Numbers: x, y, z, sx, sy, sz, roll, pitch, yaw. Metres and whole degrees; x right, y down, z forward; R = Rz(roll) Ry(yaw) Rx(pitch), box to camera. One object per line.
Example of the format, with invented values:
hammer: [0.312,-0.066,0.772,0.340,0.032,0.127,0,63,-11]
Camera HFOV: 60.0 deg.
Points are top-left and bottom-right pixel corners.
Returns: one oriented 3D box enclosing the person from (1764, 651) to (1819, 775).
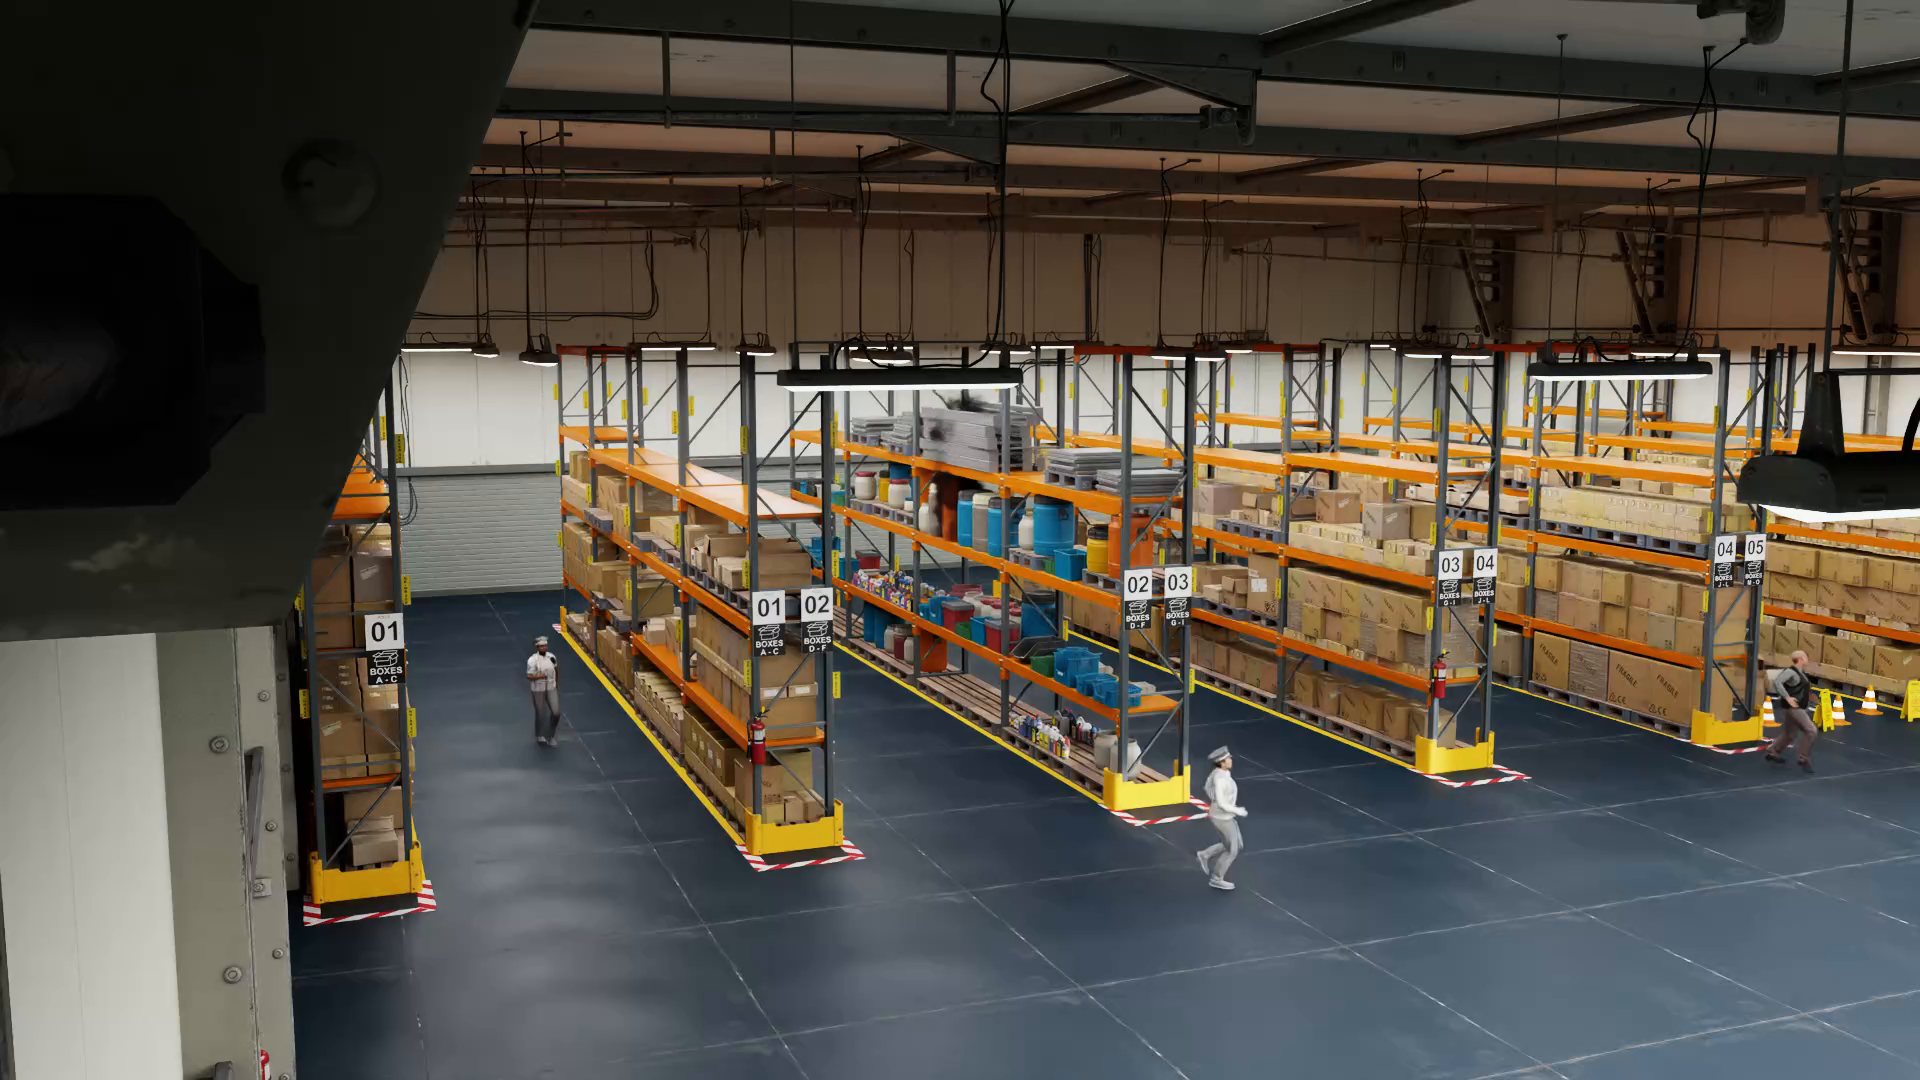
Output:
person: [12.011,2.459,23.949,0.720,1.755,0.661,5,9,37]

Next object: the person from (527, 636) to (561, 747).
person: [-6.284,2.306,25.215,0.558,1.728,0.667,-4,8,-31]

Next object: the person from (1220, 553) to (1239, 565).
person: [6.813,0.182,41.777,0.694,1.756,0.630,-6,9,-39]

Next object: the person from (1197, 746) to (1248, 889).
person: [2.974,3.139,18.828,0.550,1.658,0.614,0,7,3]
